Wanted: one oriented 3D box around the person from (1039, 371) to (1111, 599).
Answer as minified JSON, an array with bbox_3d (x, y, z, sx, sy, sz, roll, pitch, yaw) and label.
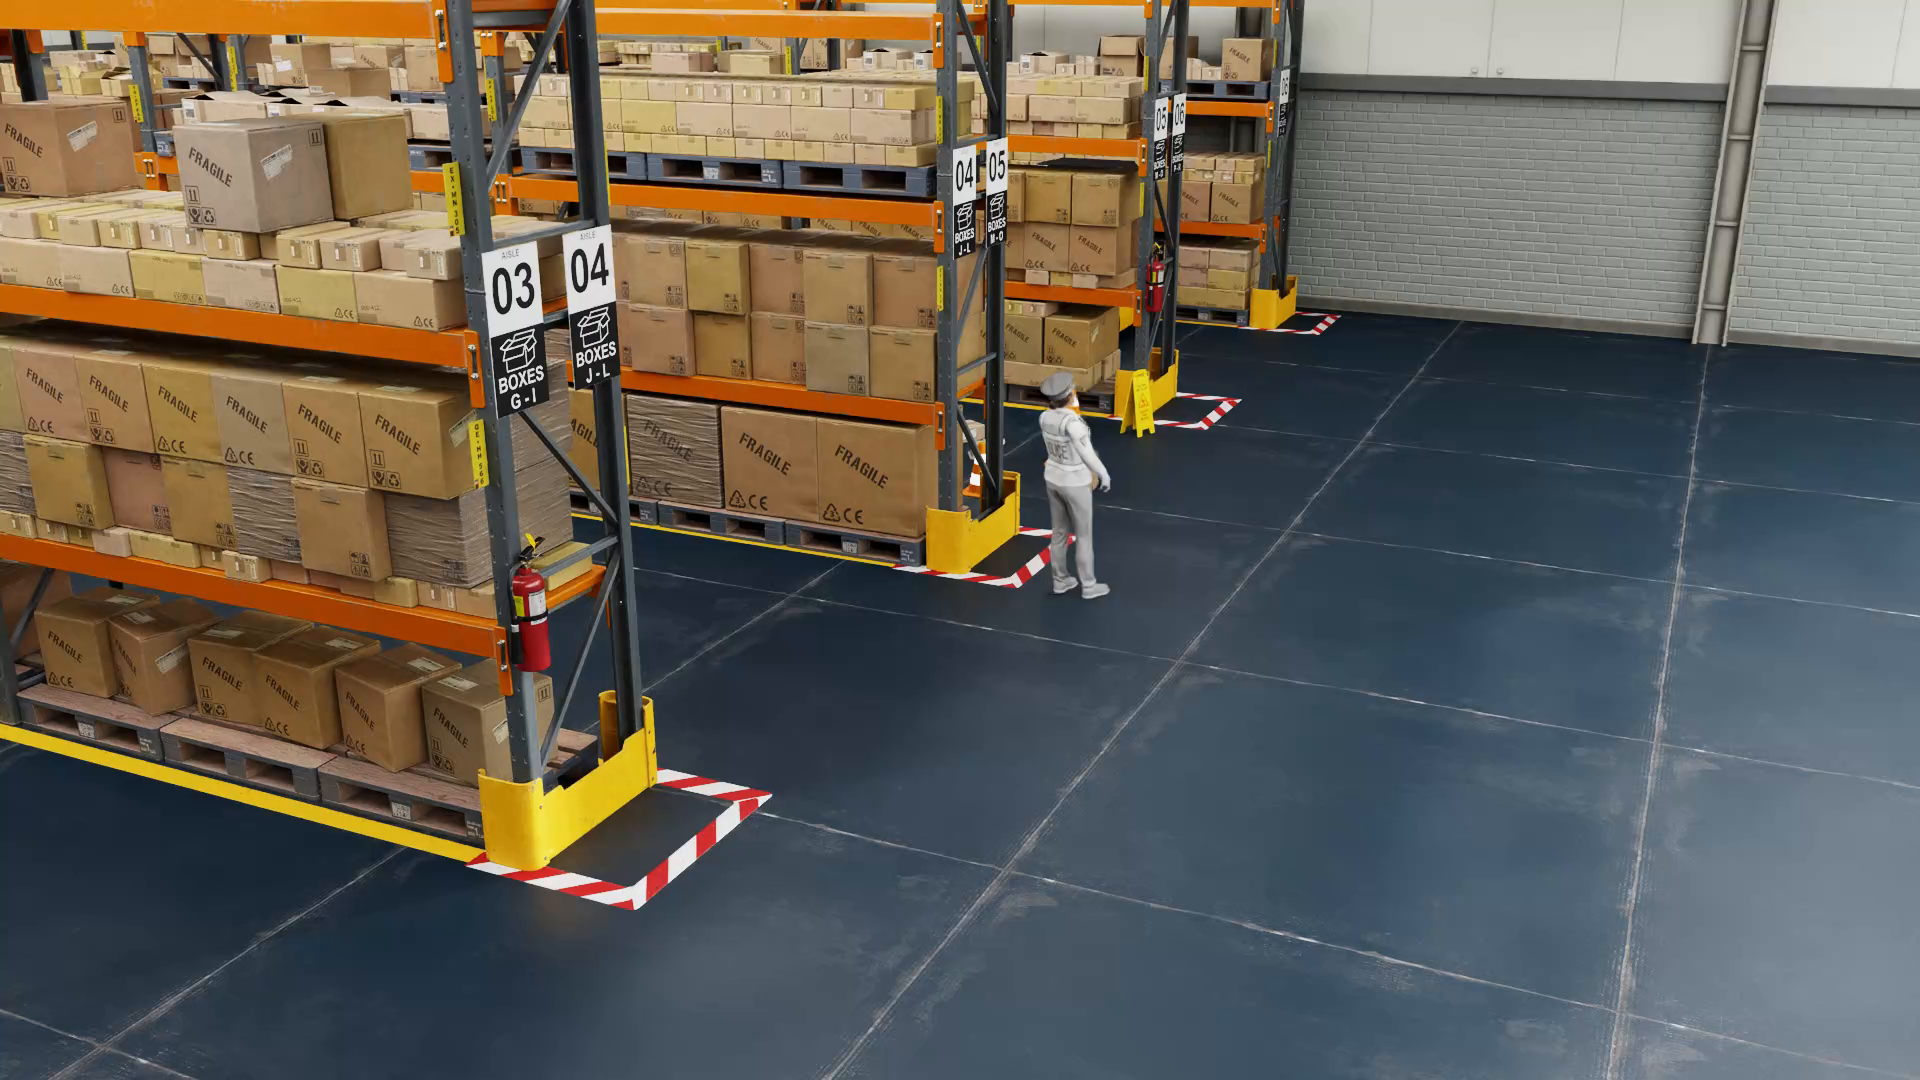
[{"bbox_3d":[0.818,-0.414,12.187,0.512,1.699,0.496,-13,23,-34],"label":"person"}]
